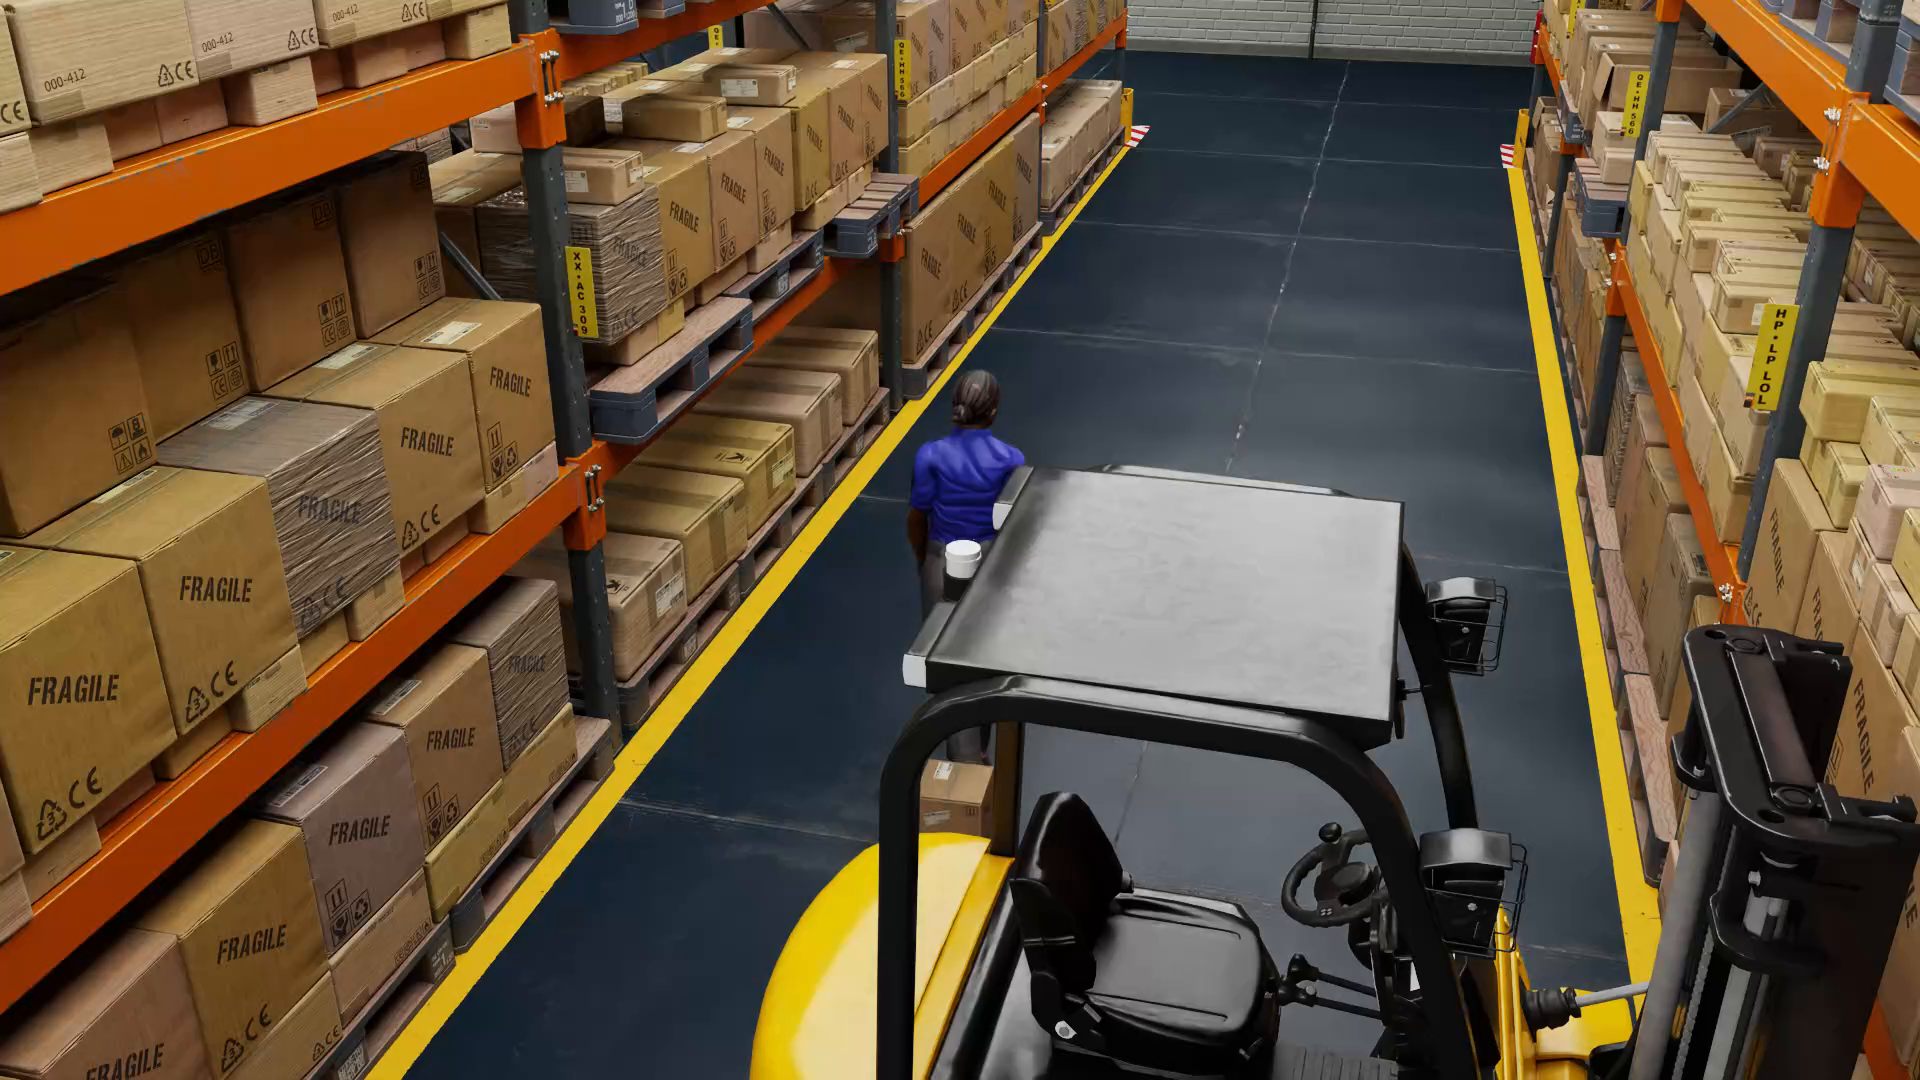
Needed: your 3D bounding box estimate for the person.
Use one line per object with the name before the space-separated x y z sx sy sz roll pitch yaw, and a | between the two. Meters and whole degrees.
person | 0.030 0.182 6.241 0.482 1.632 0.687 -4 26 -9
